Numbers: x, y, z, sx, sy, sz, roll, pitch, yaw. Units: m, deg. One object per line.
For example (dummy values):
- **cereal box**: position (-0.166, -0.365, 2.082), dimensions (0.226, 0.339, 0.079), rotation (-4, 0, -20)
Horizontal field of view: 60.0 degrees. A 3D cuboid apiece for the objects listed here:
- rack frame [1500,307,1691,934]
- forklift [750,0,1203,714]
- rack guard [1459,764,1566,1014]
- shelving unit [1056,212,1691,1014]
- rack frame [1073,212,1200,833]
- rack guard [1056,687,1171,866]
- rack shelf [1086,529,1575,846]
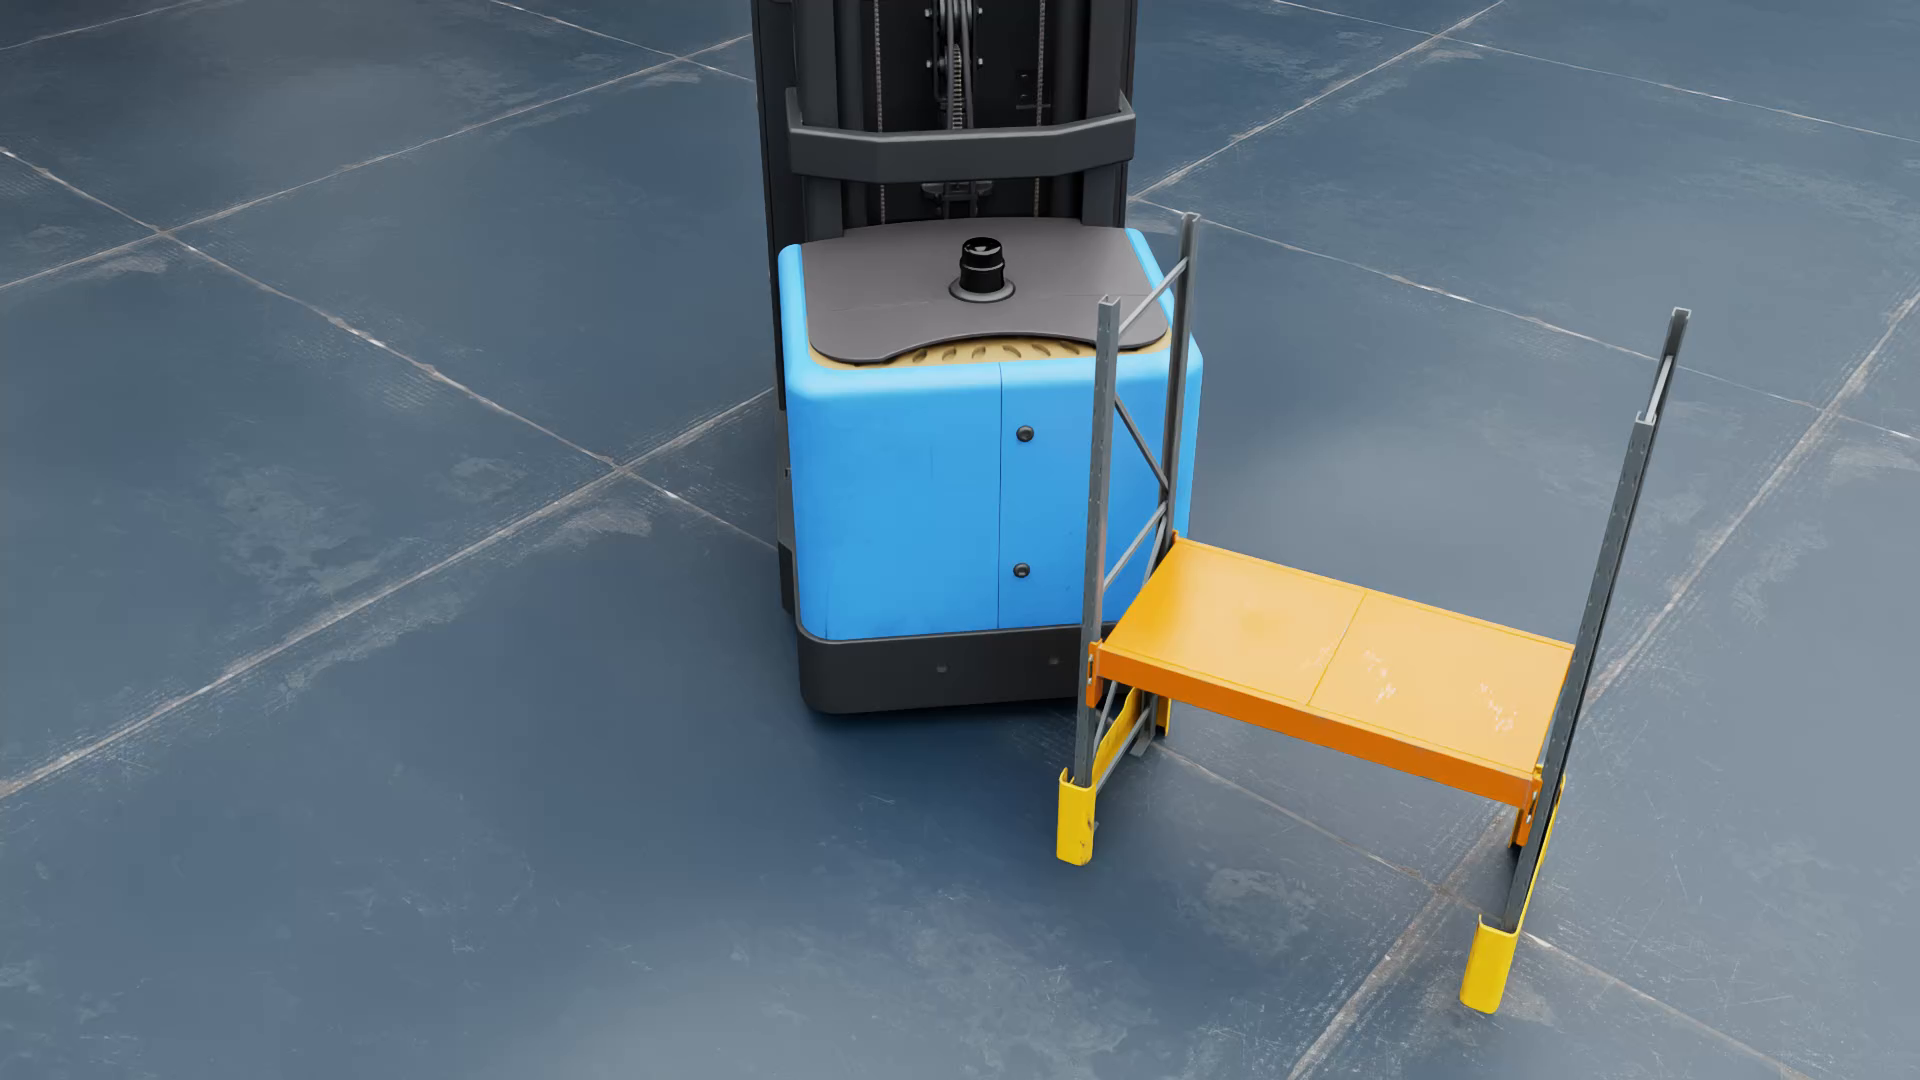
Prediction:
- **rack frame**: position (1.305, 0.289, 3.504), dimensions (0.032, 1.500, 0.500), rotation (16, 38, 22)
- **forklift**: position (-0.072, -1.562, 4.936), dimensions (1.130, 2.935, 3.031), rotation (-4, 35, -5)
- **rack guard**: position (1.288, 0.800, 3.865), dimensions (0.087, 0.250, 0.587), rotation (16, 38, 22)
- **shelving unit**: position (0.844, 0.156, 3.698), dimensions (1.083, 1.500, 0.587), rotation (16, 38, 22)
- **rack frame**: position (0.400, 0.027, 3.885), dimensions (0.032, 1.500, 0.500), rotation (16, 38, 22)
- **rack guard**: position (0.401, 0.543, 4.239), dimensions (0.087, 0.250, 0.587), rotation (16, 38, 22)
- **rack shelf**: position (0.853, 0.307, 3.796), dimensions (1.000, 0.185, 0.538), rotation (16, 38, 22)
